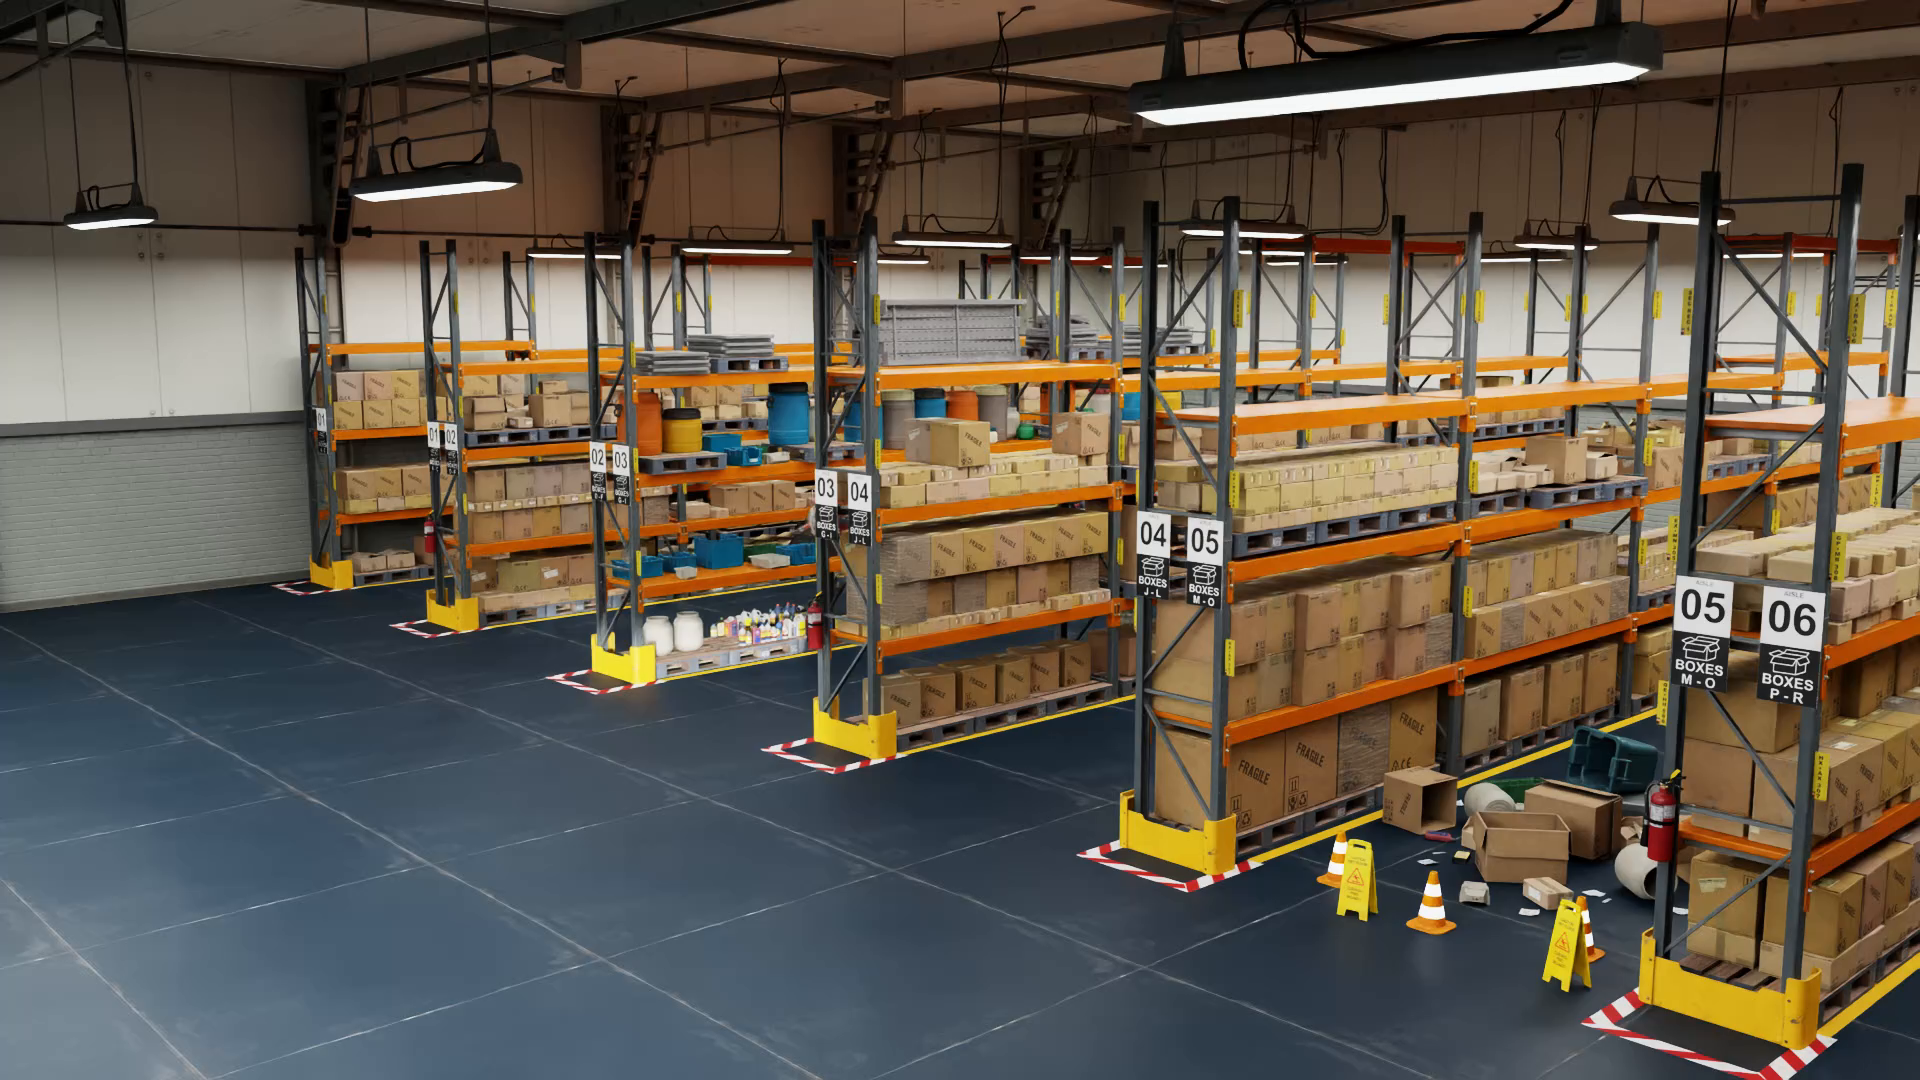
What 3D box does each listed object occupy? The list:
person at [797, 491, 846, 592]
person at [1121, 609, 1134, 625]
[{"bbox_3d":[-2.234,0.074,26.835,0.830,1.810,0.675,-7,11,-38],"label":"person"},{"bbox_3d":[2.351,0.430,24.503,0.672,1.770,0.567,8,11,43],"label":"person"}]
